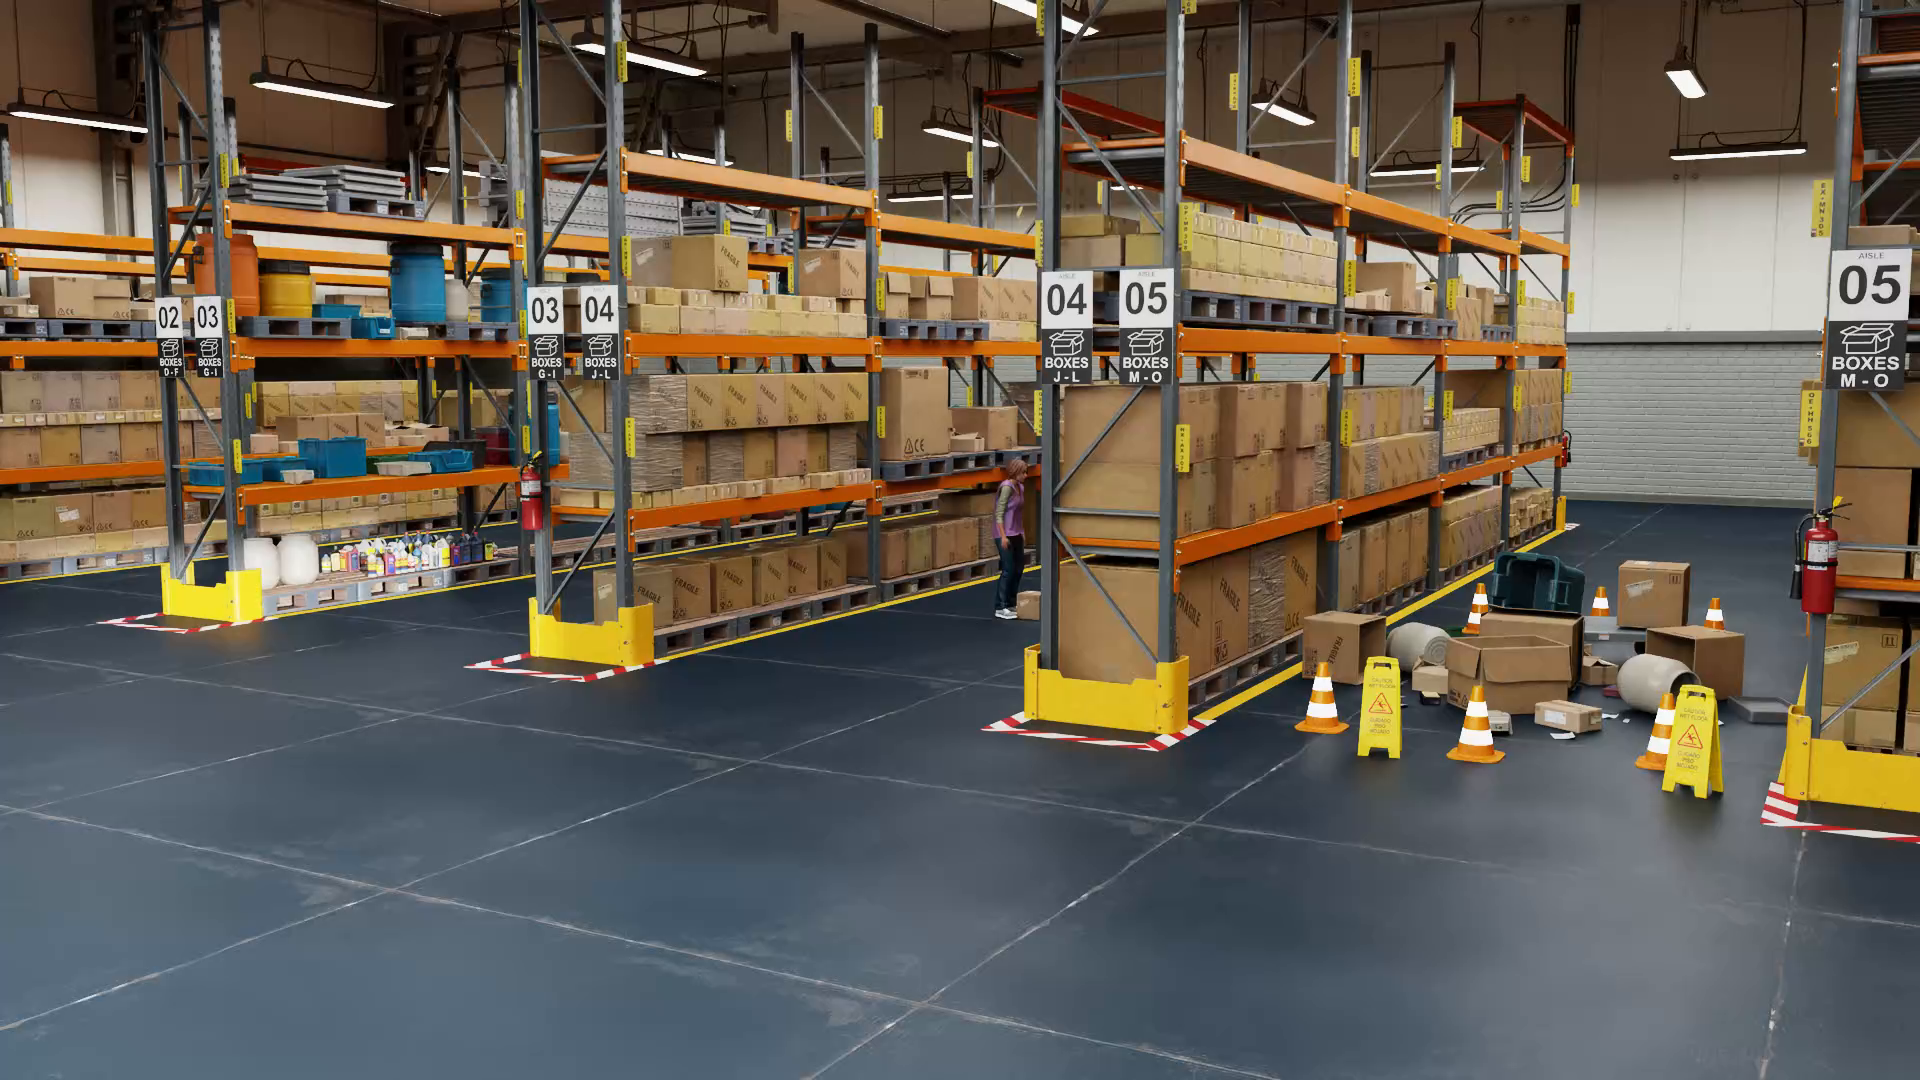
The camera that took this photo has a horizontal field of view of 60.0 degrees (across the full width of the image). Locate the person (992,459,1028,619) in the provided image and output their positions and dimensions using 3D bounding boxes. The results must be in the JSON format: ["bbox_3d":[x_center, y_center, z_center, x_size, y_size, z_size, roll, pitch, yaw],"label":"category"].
[{"bbox_3d":[0.514,-0.022,16.772,0.345,1.593,0.460,3,7,29],"label":"person"}]
